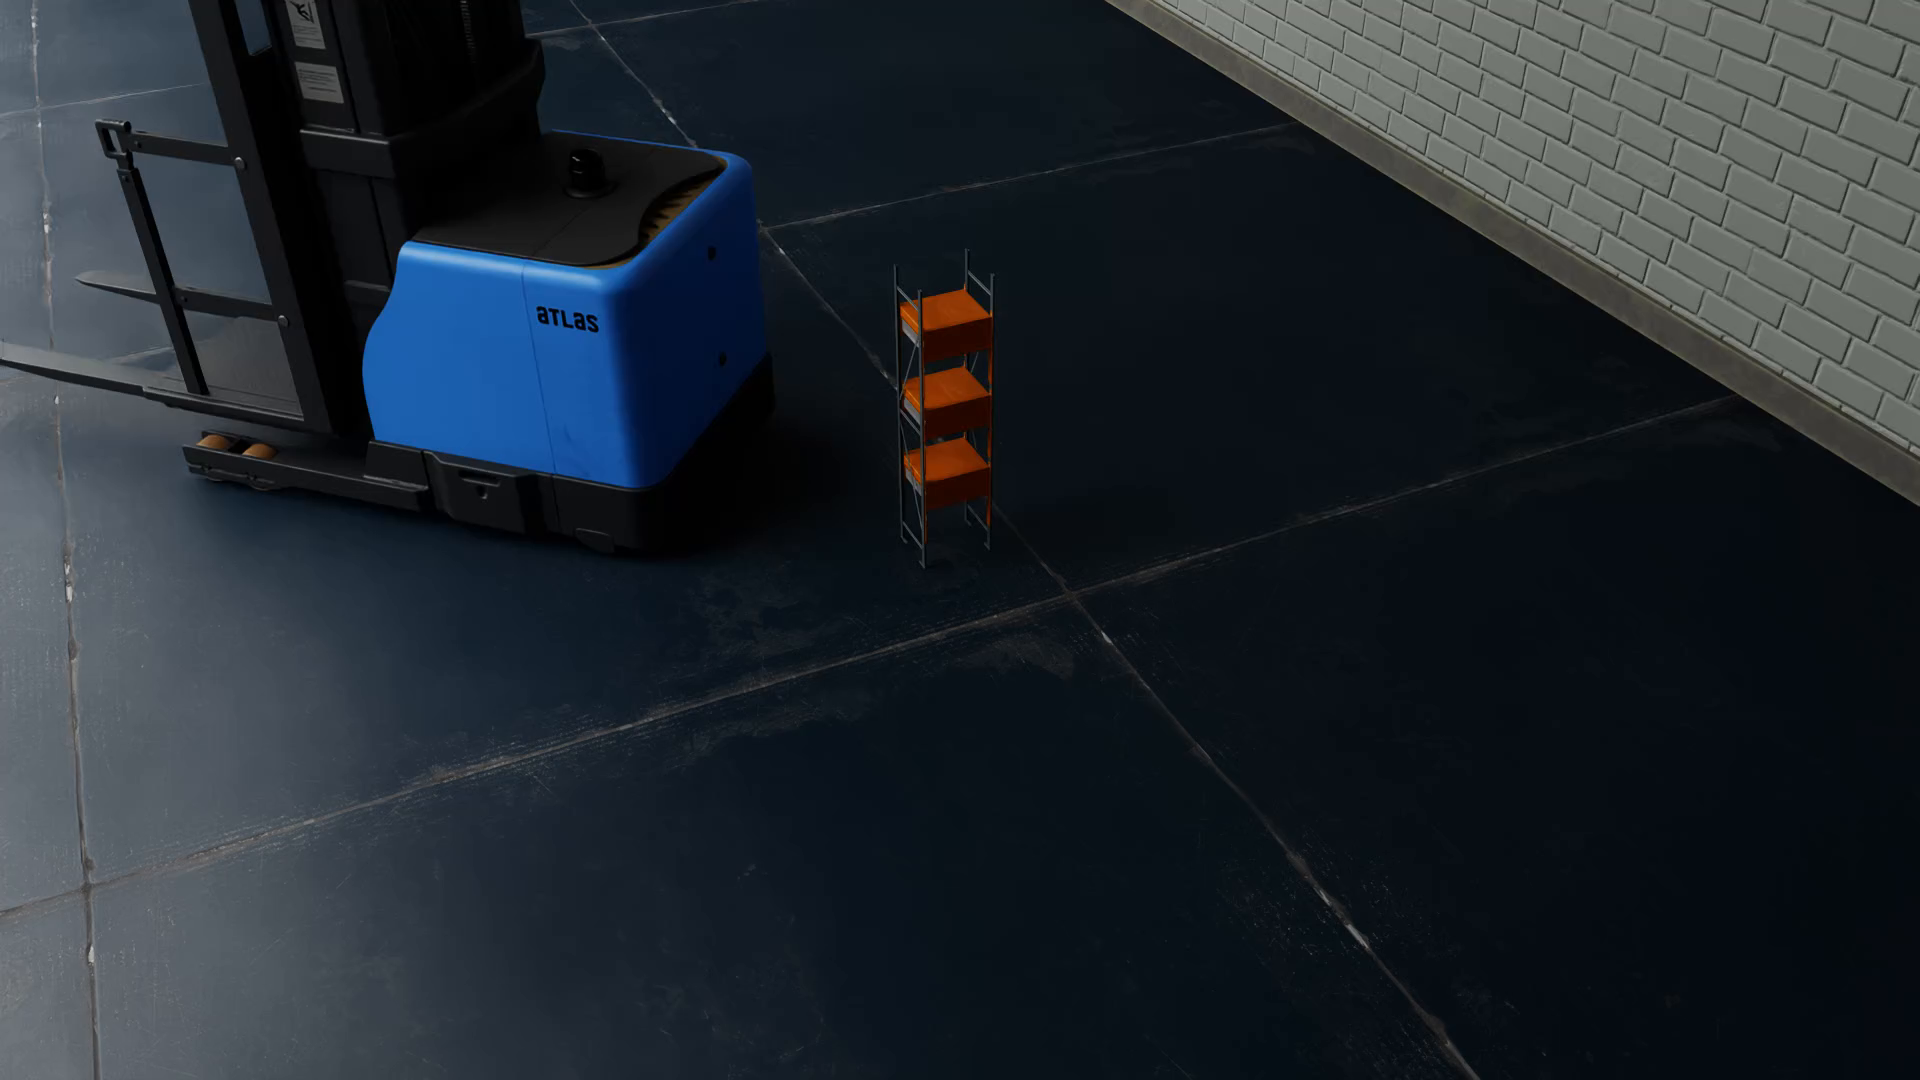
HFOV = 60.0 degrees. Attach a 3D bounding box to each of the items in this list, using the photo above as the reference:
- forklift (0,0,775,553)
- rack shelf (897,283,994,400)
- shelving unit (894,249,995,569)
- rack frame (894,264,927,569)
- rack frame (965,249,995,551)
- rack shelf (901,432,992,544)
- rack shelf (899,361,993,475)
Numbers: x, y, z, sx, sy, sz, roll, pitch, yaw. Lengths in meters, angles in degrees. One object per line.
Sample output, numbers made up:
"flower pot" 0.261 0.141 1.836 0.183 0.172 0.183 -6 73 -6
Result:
"forklift" -2.276 -1.642 5.503 3.031 2.935 1.130 11 38 14
"rack shelf" -0.048 -0.628 5.256 0.240 0.259 0.215 -16 39 -20
"shelving unit" -0.048 -0.408 5.419 0.252 1.050 0.215 -16 39 -20
"rack frame" -0.159 -0.377 5.377 0.008 1.050 0.200 -16 39 -20
"rack frame" 0.062 -0.439 5.461 0.008 1.050 0.200 -16 39 -20
"rack shelf" -0.048 -0.176 5.591 0.240 0.259 0.215 -16 39 -20
"rack shelf" -0.048 -0.400 5.425 0.240 0.259 0.215 -16 39 -20
